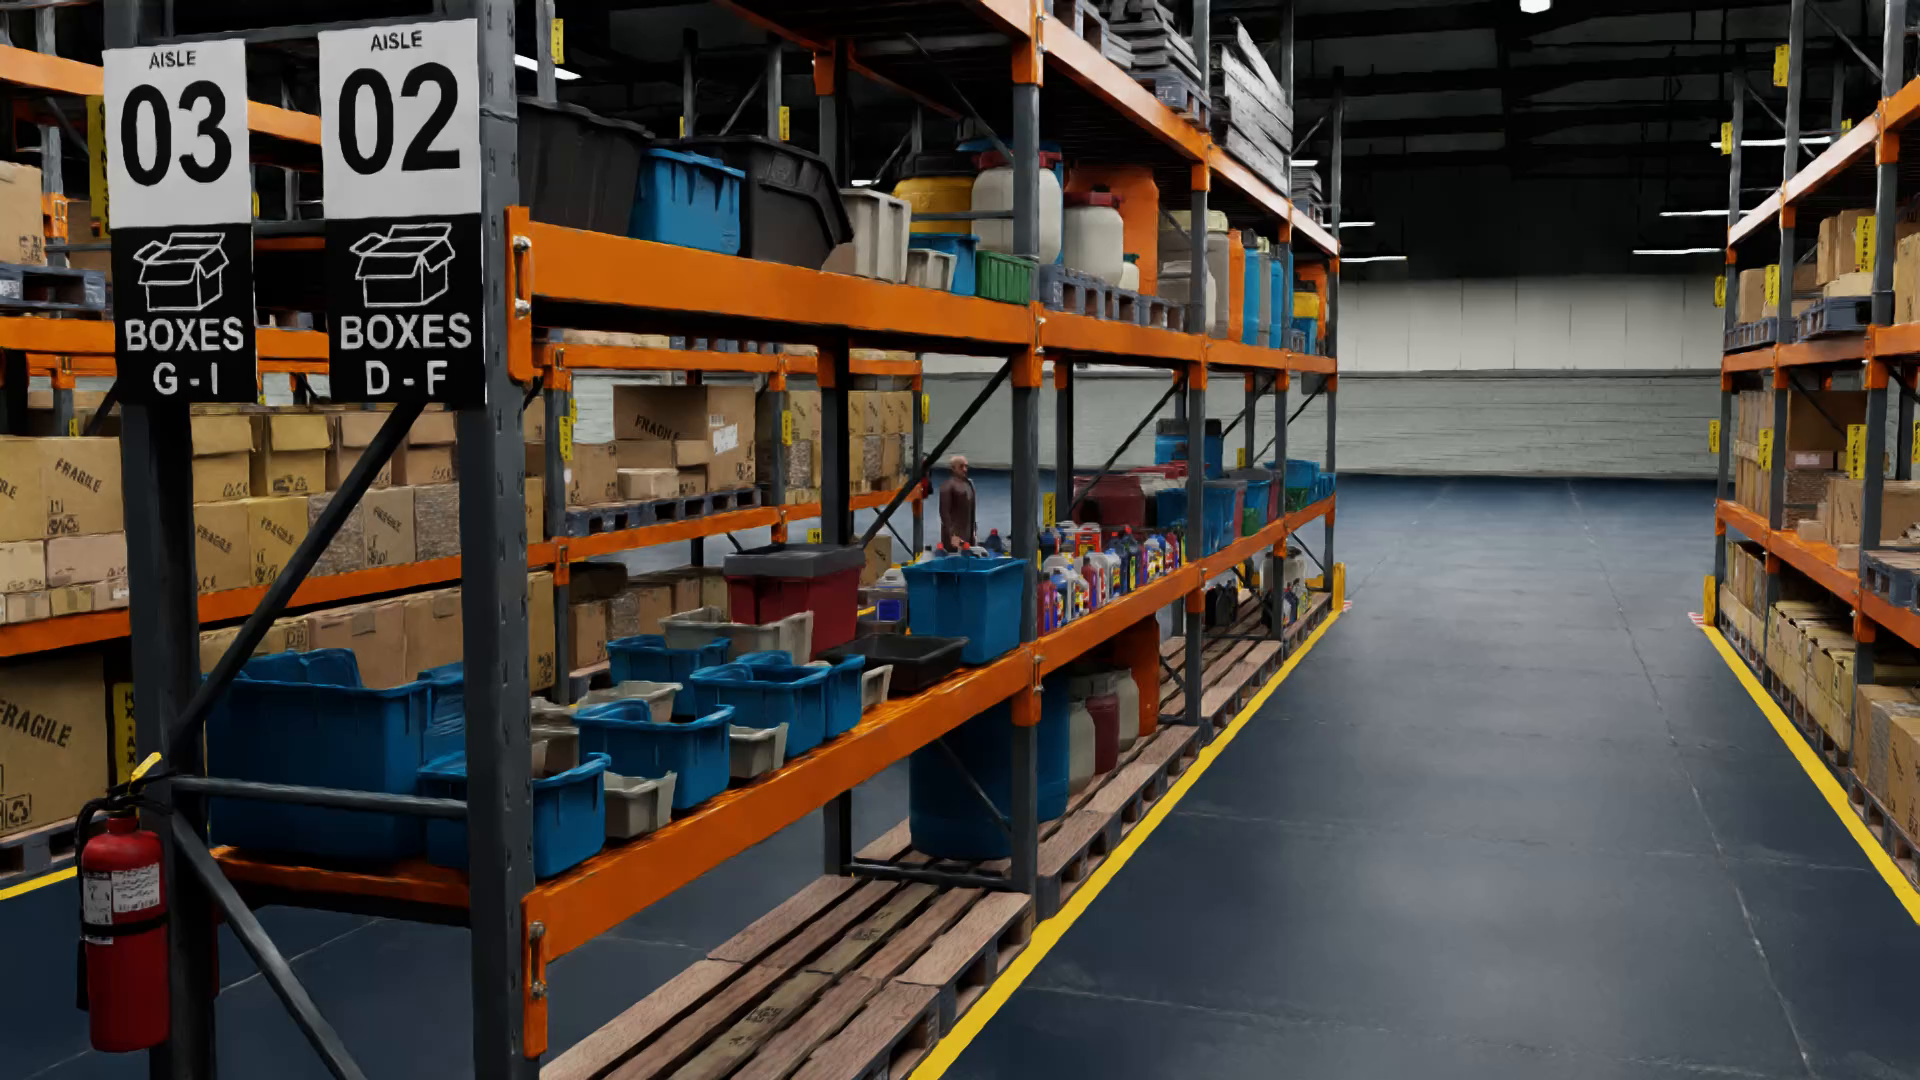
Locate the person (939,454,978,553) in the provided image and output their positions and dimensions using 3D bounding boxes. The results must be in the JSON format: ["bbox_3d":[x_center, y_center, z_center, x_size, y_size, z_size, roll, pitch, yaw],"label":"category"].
[{"bbox_3d":[0.015,-0.048,18.058,0.674,1.777,0.664,3,6,29],"label":"person"}]
